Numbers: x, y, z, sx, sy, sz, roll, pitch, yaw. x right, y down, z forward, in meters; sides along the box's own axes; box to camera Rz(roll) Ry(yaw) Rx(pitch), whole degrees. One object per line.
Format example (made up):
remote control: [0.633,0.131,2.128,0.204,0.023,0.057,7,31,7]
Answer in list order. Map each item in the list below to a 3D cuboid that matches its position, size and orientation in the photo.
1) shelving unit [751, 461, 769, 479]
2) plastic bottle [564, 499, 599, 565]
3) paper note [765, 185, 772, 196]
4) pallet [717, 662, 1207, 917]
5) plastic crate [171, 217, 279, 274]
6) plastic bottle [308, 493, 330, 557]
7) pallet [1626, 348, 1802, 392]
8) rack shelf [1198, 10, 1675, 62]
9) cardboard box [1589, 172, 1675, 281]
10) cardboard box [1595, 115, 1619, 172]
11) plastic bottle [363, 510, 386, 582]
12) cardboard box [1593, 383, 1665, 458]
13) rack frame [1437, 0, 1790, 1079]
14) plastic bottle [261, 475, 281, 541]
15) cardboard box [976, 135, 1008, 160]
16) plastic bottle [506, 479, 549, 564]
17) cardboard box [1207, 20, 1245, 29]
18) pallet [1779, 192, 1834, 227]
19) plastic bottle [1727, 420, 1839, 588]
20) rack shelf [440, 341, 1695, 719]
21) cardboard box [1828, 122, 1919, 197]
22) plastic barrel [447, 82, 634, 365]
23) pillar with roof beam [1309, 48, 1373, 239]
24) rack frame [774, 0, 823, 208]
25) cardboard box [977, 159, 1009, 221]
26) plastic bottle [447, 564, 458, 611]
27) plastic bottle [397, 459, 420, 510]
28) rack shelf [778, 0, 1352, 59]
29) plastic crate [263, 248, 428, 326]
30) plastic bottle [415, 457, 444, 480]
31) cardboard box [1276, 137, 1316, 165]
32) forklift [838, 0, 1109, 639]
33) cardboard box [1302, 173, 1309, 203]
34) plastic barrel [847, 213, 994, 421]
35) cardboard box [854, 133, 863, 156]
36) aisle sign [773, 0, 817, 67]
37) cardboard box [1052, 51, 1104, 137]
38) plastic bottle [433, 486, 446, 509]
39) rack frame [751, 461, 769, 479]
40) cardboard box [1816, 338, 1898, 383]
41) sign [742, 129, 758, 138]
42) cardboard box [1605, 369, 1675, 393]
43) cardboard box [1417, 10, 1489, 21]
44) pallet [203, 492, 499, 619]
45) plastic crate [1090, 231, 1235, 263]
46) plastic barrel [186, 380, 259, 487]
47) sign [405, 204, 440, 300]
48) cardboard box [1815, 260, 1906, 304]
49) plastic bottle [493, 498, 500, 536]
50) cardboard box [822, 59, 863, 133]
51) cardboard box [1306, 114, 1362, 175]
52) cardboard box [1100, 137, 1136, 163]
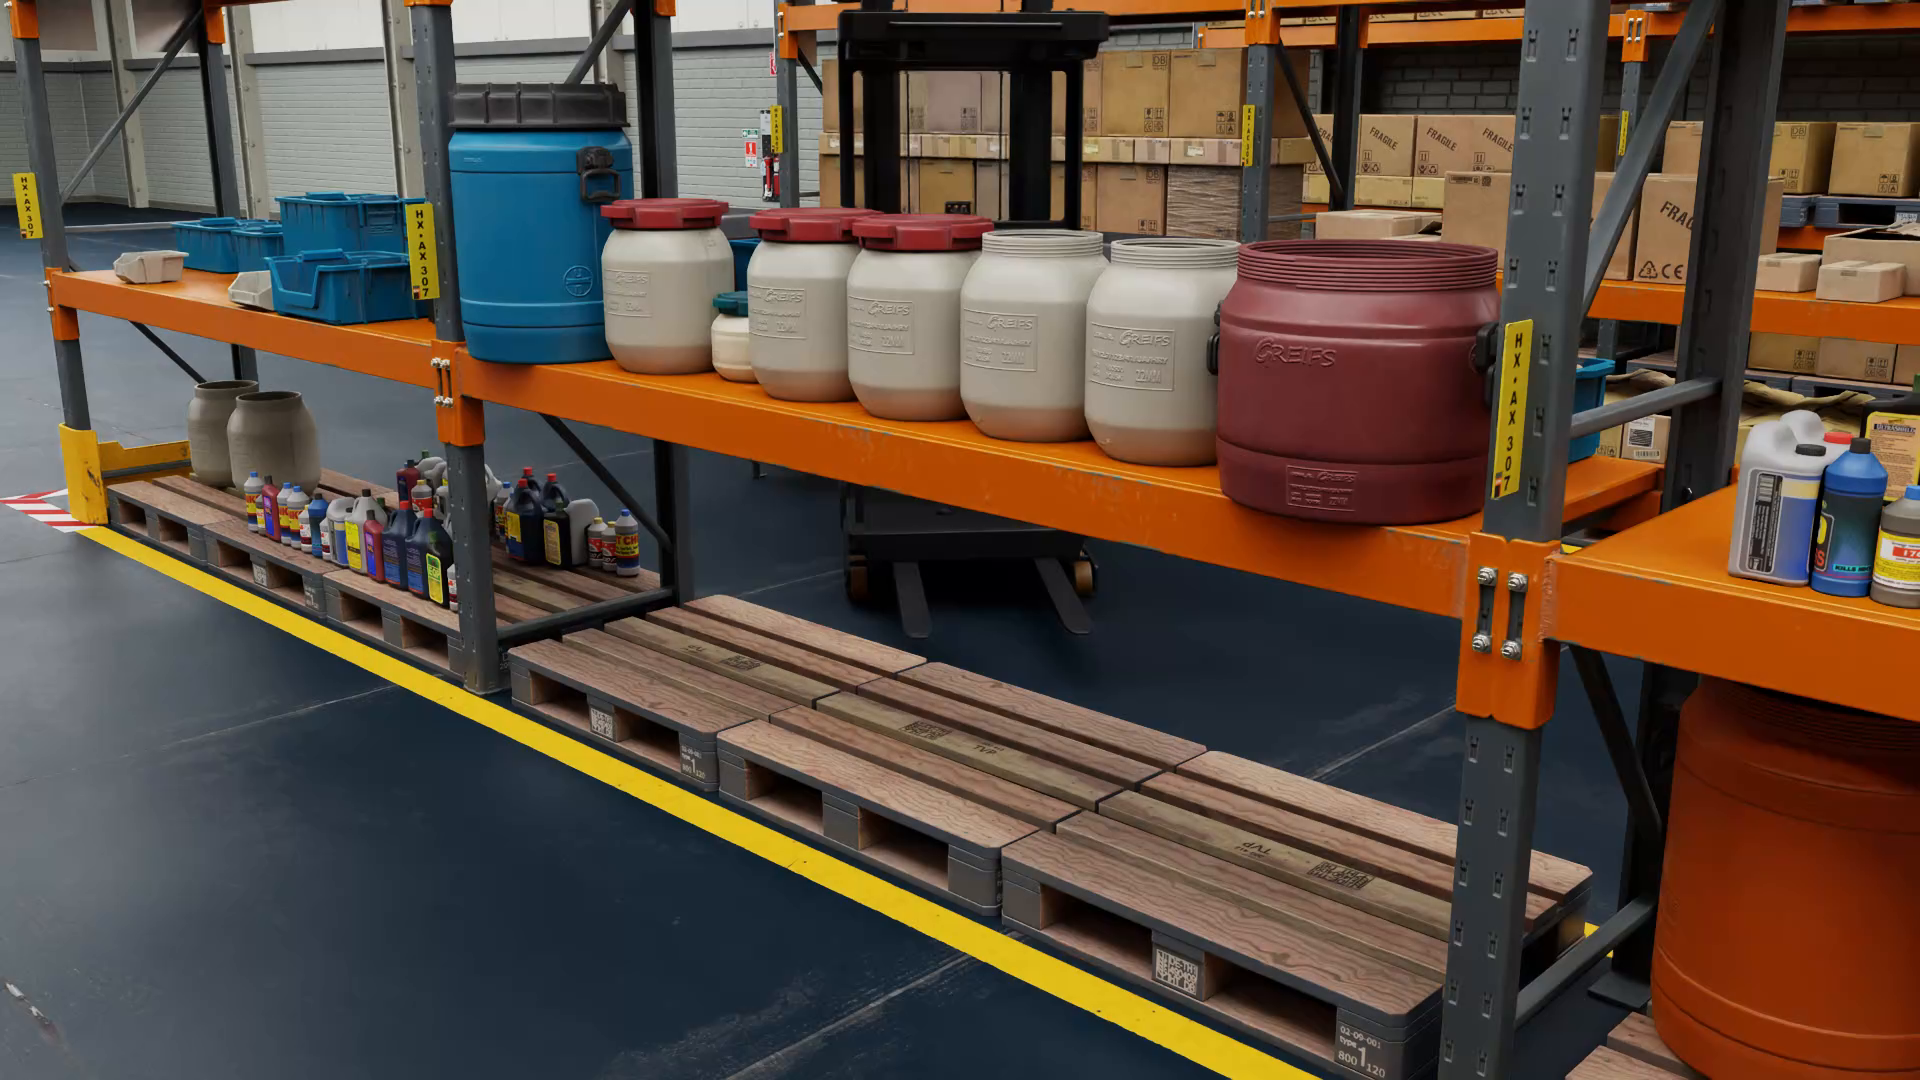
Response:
shelving unit: [-0.681,-1.050,9.486,1.048,1.500,0.538,13,19,41]
plastic bottle: [-1.653,-0.047,7.191,0.152,0.276,0.135,-14,20,-42]
paper note: [-2.526,-4.604,21.901,0.142,0.148,0.016,14,20,42]
pallet: [-0.001,0.728,5.218,1.213,0.211,1.003,14,20,42]
plastic crate: [-3.788,-1.560,8.764,0.616,0.251,0.499,14,20,42]
plastic bottle: [-2.802,-0.071,7.293,0.097,0.271,0.097,0,15,0]
pallet: [5.962,-1.278,12.917,1.213,0.211,1.003,14,20,42]
rack shelf: [3.961,-4.216,14.143,4.000,0.370,1.077,14,20,42]
cardboard box: [3.246,-1.594,8.404,0.500,0.500,0.500,14,20,42]
cardboard box: [4.845,-3.090,13.111,0.500,0.500,0.500,14,20,42]
plastic bottle: [-2.424,0.022,6.914,0.061,0.283,0.133,-13,19,-41]
cardboard box: [3.197,-0.621,8.374,0.500,0.311,0.500,-14,20,-43]
rack frame: [1.403,-0.265,3.499,0.127,3.000,1.000,14,20,42]
plastic bottle: [-3.117,-0.147,7.560,0.133,0.283,0.061,14,20,43]
cardboard box: [0.324,-2.549,10.780,0.250,0.149,0.380,14,20,43]
plastic bottle: [-1.869,-0.086,7.195,0.185,0.351,0.144,14,20,42]
cardboard box: [2.588,-4.869,14.982,0.500,0.500,0.500,-14,20,-43]
pallet: [5.850,-2.510,12.497,1.213,0.211,1.003,14,20,42]
plastic bottle: [1.490,-0.070,2.999,0.135,0.276,0.152,14,20,42]
rack shelf: [-0.036,-0.267,4.933,4.000,0.370,1.077,14,20,42]
cardboard box: [6.636,-2.720,11.853,0.700,0.500,0.500,-11,18,-37]
plastic barrel: [-1.408,-1.085,5.652,0.708,0.901,0.600,14,20,42]
pillar with roof beam: [0.637,-5.619,12.151,0.400,9.000,9.100,14,20,42]
rack frame: [-0.915,-2.563,12.321,0.127,3.000,1.000,14,20,42]
cardboard box: [0.529,-2.257,10.948,0.700,0.500,0.500,-14,20,-43]
plastic bottle: [-1.954,0.169,6.510,0.097,0.201,0.097,0,15,0]
plastic bottle: [-2.640,-0.253,7.969,0.133,0.283,0.061,14,20,42]
rack shelf: [0.525,-3.317,10.690,4.000,0.370,1.077,14,20,42]
plastic crate: [-2.461,-1.037,6.759,0.616,0.251,0.499,14,20,42]
plastic bottle: [-2.567,-0.269,8.044,0.135,0.276,0.152,14,20,43]
cardboard box: [1.906,-2.308,9.855,0.250,0.149,0.380,14,20,42]
forklift: [0.027,-1.228,7.333,1.130,2.935,3.031,-1,15,-5]
cardboard box: [3.035,-3.169,14.903,0.500,0.250,0.500,13,19,41]
plastic barrel: [-0.100,-0.619,4.590,0.433,0.535,0.433,0,15,0]
cardboard box: [-0.590,-2.772,11.637,0.250,0.149,0.380,13,19,41]
aisle sign: [-1.175,-3.777,11.824,0.004,0.787,0.394,14,20,42]
cardboard box: [0.916,-2.792,10.427,0.500,0.500,0.700,14,20,42]
plastic bottle: [-2.397,-0.151,7.738,0.097,0.201,0.097,0,15,0]
rack frame: [-1.056,-1.136,9.818,0.032,1.500,0.500,13,19,41]
cardboard box: [6.688,-1.463,12.181,0.500,0.500,0.700,14,20,43]
sign: [-2.776,-5.374,21.986,0.331,0.109,0.001,14,20,42]
cardboard box: [3.551,-0.722,8.763,0.500,0.311,0.500,13,20,42]
cardboard box: [4.085,-4.497,13.555,0.500,0.500,0.500,13,19,40]
pallet: [-2.813,0.046,7.837,1.213,0.211,1.003,14,20,42]
plastic crate: [0.452,-0.634,4.790,0.583,0.464,0.402,14,20,42]
plastic barrel: [-3.829,-0.563,8.745,0.421,0.512,0.421,0,15,0]
sign: [-1.866,-1.001,5.775,0.005,0.325,0.100,14,20,42]
cardboard box: [4.005,-1.149,7.391,0.250,0.149,0.380,14,20,42]
plastic bottle: [-2.093,-0.127,7.648,0.097,0.201,0.097,0,15,0]
cardboard box: [-0.550,-3.146,11.787,0.500,0.500,0.700,14,20,42]
cardboard box: [3.372,-3.445,14.476,0.500,0.500,0.500,13,19,40]
cardboard box: [1.064,-2.369,10.090,0.250,0.149,0.380,14,20,42]
